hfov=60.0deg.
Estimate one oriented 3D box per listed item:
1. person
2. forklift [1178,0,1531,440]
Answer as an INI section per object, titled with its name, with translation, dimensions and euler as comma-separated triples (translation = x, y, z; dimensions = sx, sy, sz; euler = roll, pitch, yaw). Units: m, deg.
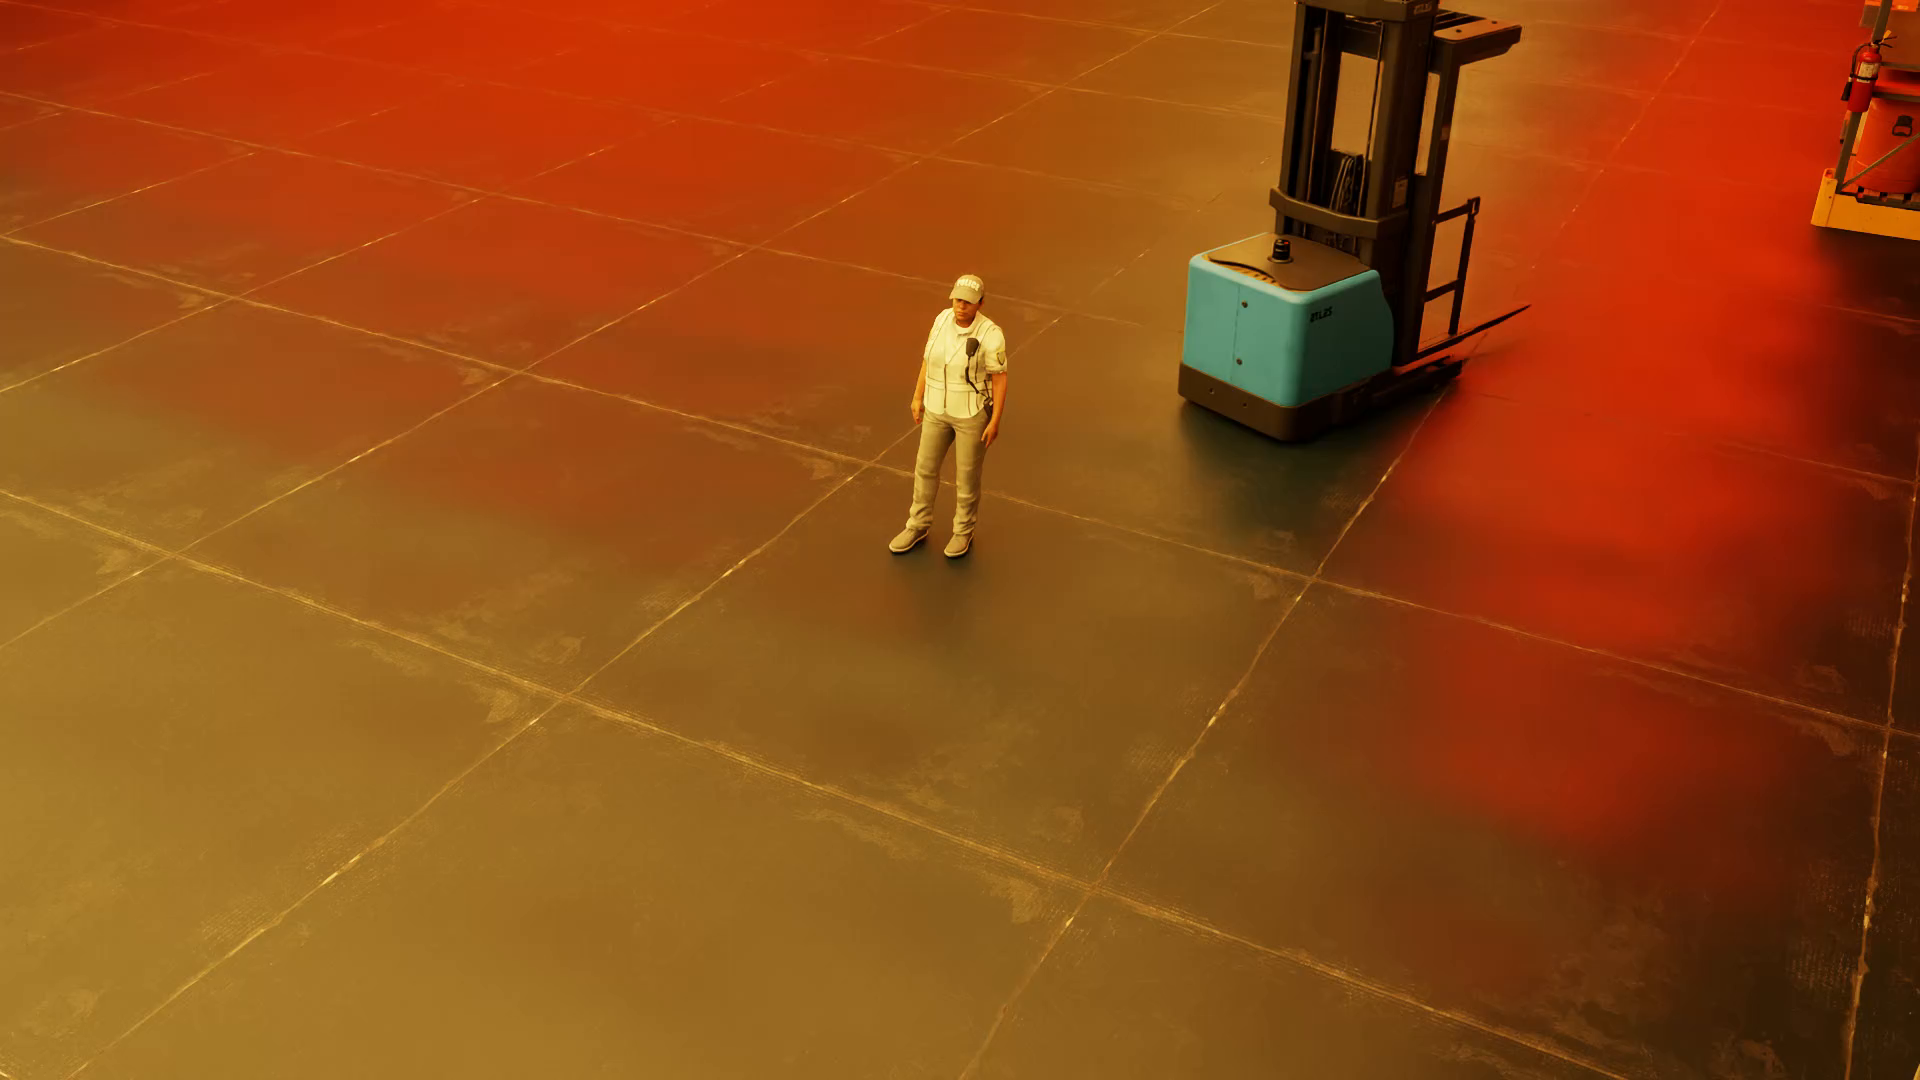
[person]
translation = -0.057, -0.700, 9.534
dimensions = 0.599, 1.670, 0.529
euler = 15, 33, 25
[forklift]
translation = 2.982, -2.528, 11.451
dimensions = 3.031, 2.935, 1.130
euler = -22, 37, -34
